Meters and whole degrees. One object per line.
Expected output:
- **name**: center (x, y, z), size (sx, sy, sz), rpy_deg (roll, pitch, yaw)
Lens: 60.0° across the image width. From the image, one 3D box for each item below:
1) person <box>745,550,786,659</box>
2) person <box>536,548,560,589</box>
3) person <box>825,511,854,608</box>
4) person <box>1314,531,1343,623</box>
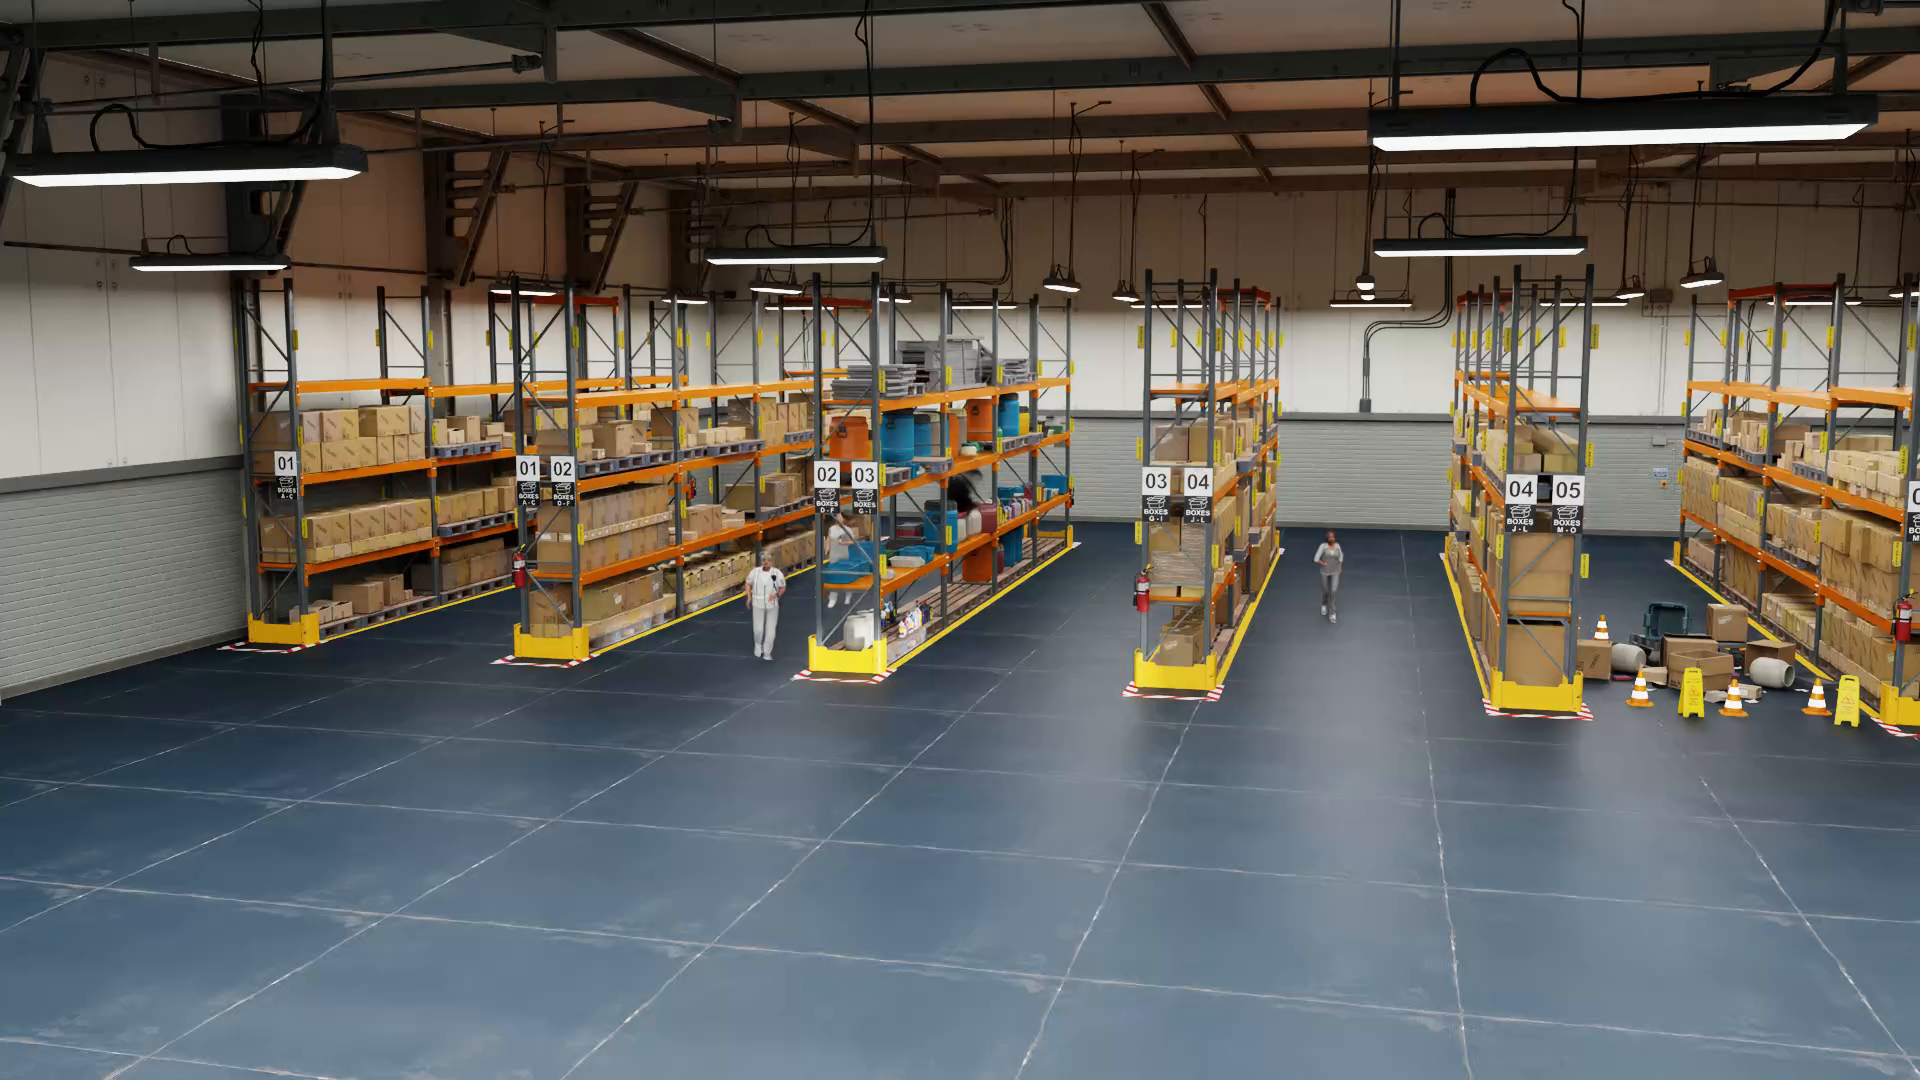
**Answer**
- **person**: center (-3.043, 1.026, 26.007), size (0.648, 1.730, 0.580), rpy_deg (-1, 7, -5)
- **person**: center (-7.466, 0.484, 30.576), size (0.661, 1.717, 0.936), rpy_deg (1, 7, 4)
- **person**: center (-2.143, 0.335, 29.484), size (0.563, 1.698, 0.899), rpy_deg (2, 7, 13)
- **person**: center (6.626, 0.627, 29.876), size (0.539, 1.606, 0.829), rpy_deg (1, 7, 4)
